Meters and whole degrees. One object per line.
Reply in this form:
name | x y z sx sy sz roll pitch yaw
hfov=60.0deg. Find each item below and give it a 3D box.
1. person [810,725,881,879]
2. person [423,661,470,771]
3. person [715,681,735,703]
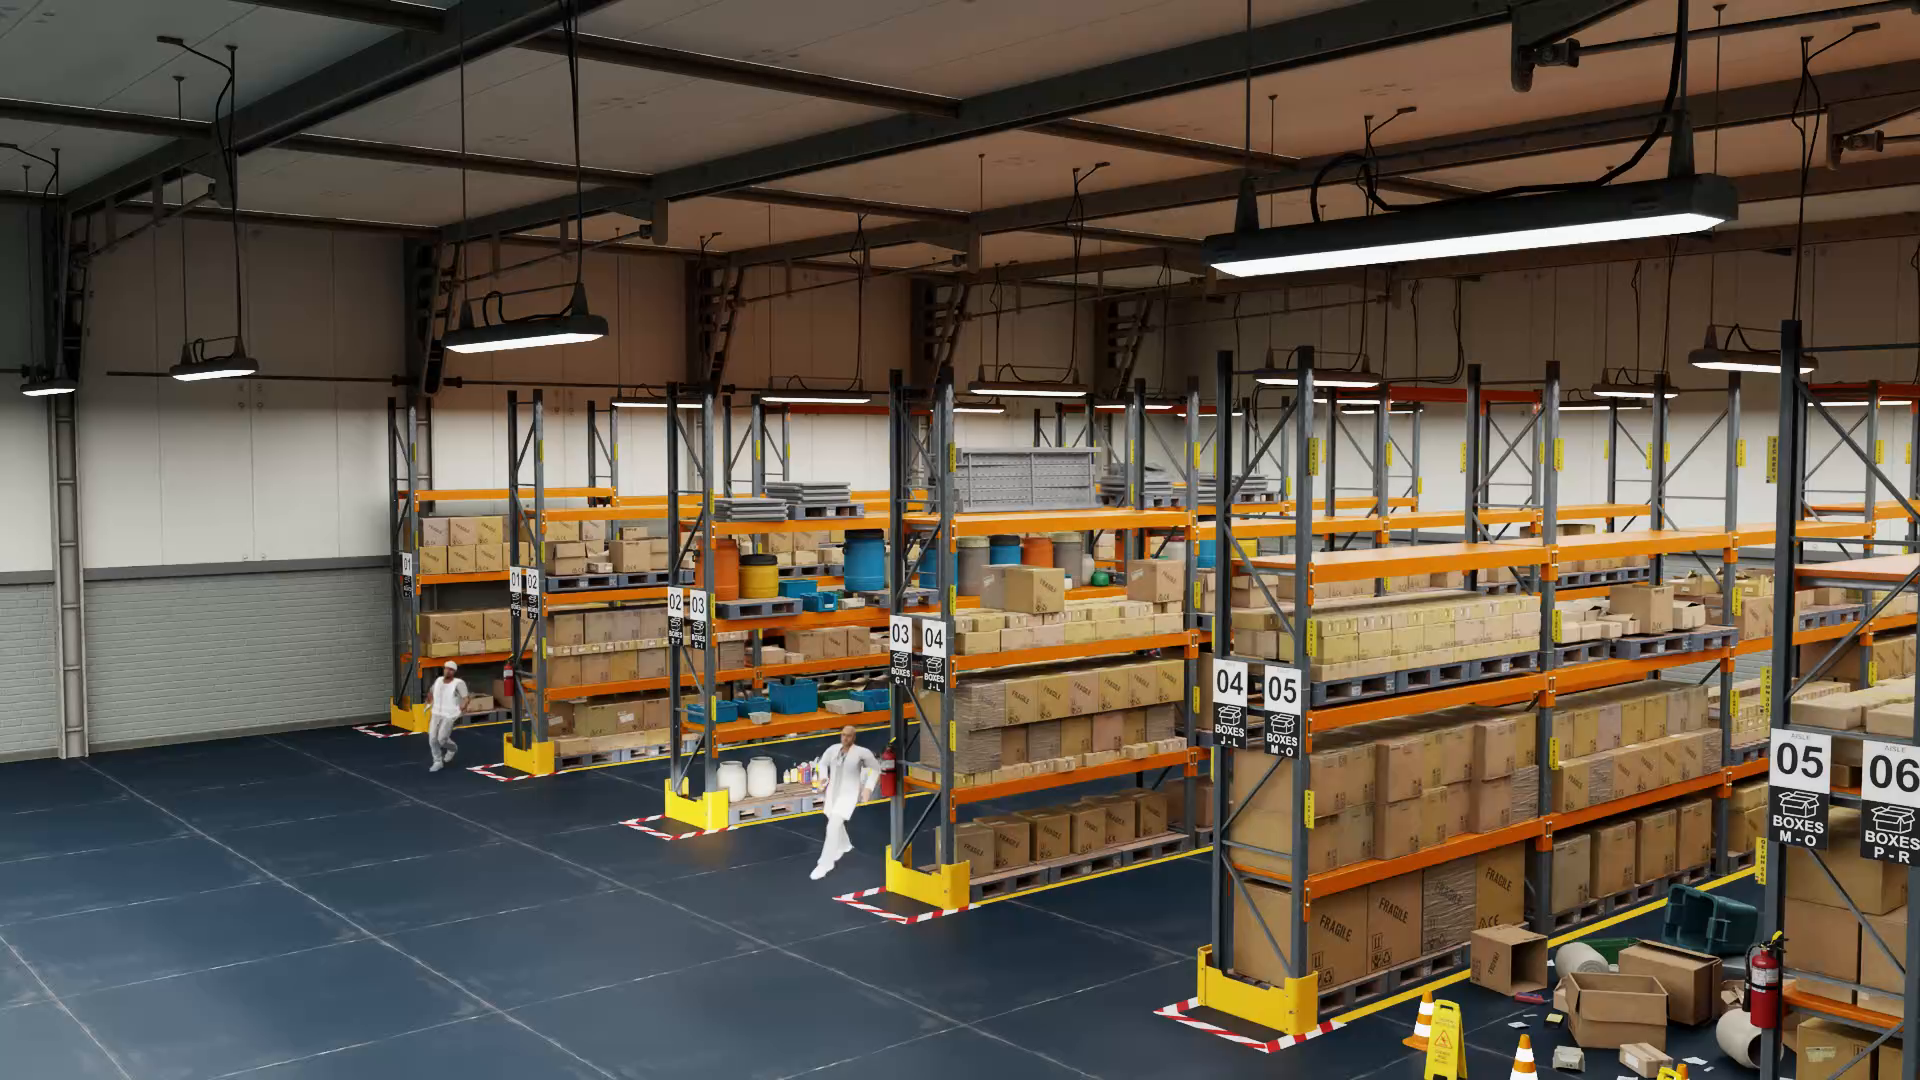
person | -1.402 3.118 19.995 0.763 1.795 0.948 2 4 32
person | -8.107 2.769 26.319 0.744 1.736 0.576 1 3 14
person | -4.388 2.492 31.038 0.647 1.719 0.950 3 4 39
